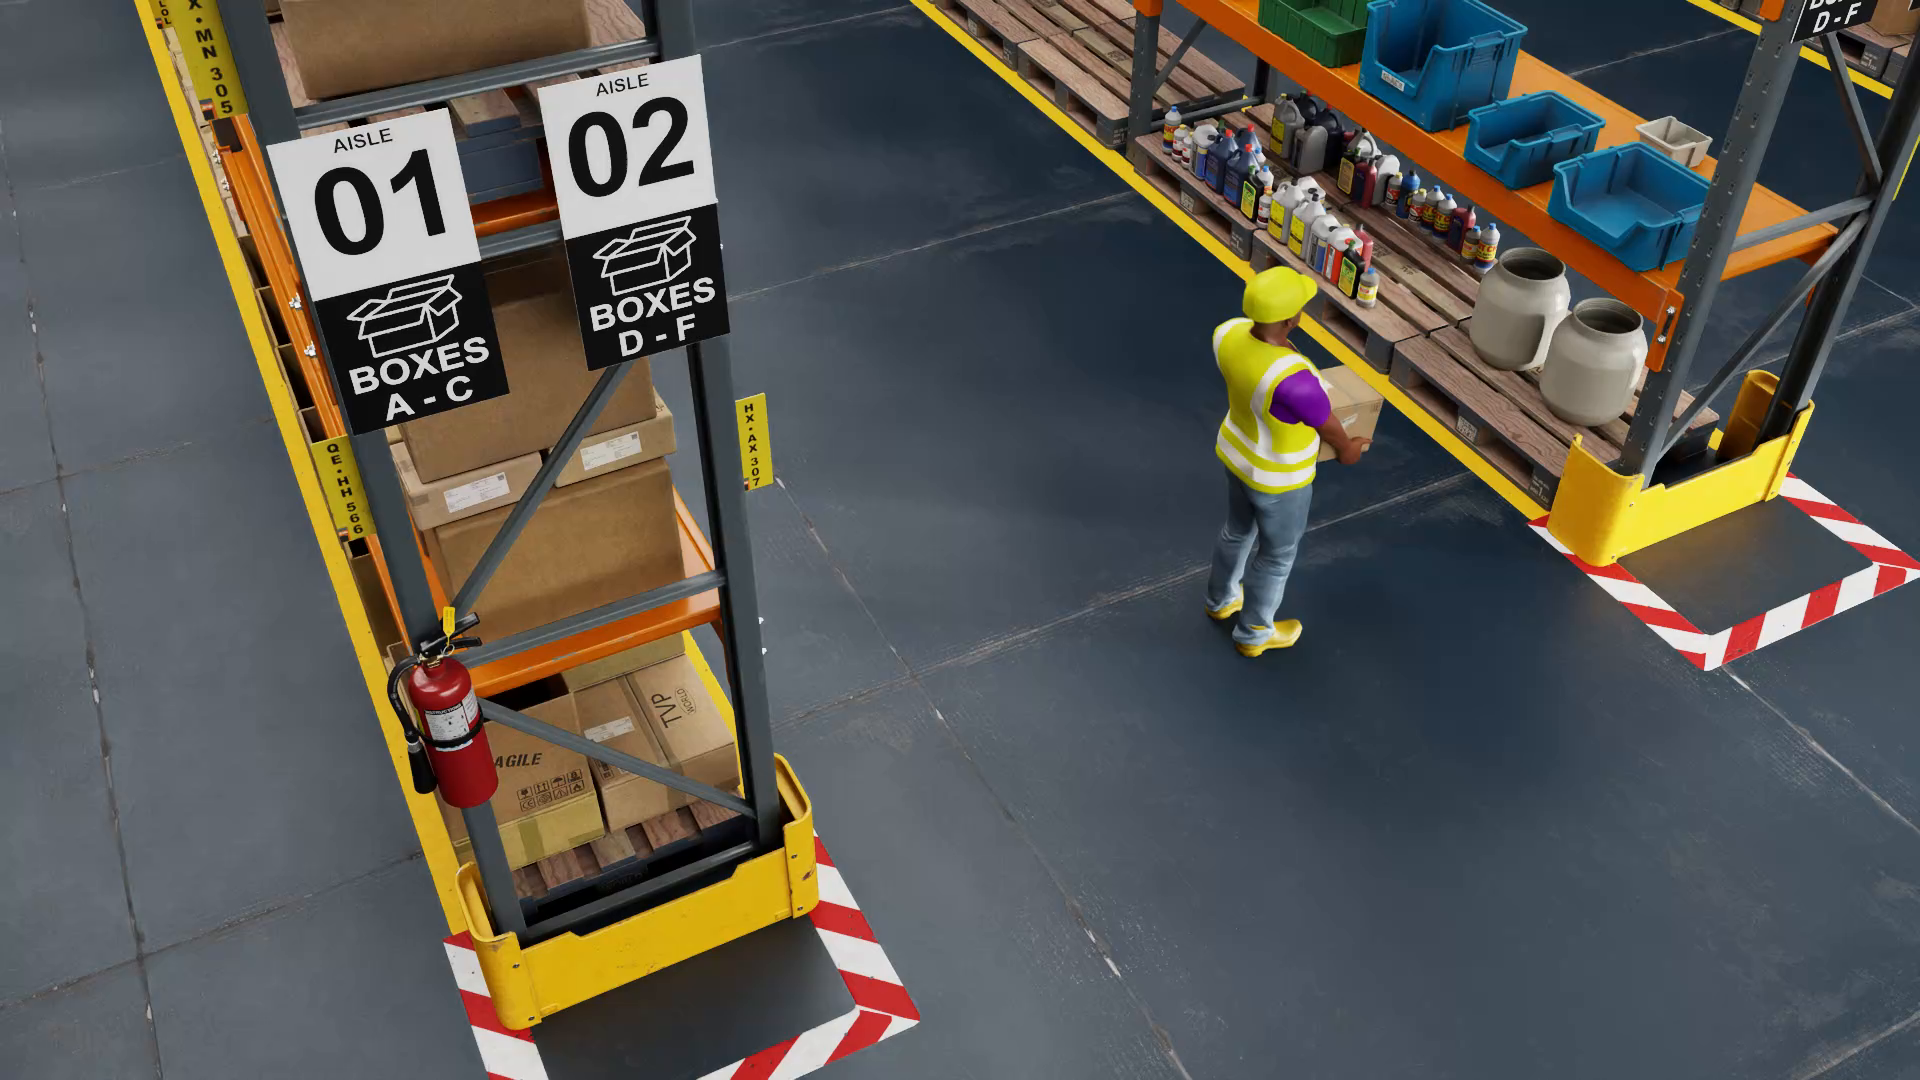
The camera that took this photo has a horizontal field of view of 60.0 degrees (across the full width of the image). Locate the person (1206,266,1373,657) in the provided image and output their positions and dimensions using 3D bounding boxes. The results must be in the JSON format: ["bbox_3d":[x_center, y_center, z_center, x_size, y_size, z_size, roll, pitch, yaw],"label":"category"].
[{"bbox_3d":[1.279,-0.336,6.531,0.587,1.760,0.503,-18,44,-20],"label":"person"}]
